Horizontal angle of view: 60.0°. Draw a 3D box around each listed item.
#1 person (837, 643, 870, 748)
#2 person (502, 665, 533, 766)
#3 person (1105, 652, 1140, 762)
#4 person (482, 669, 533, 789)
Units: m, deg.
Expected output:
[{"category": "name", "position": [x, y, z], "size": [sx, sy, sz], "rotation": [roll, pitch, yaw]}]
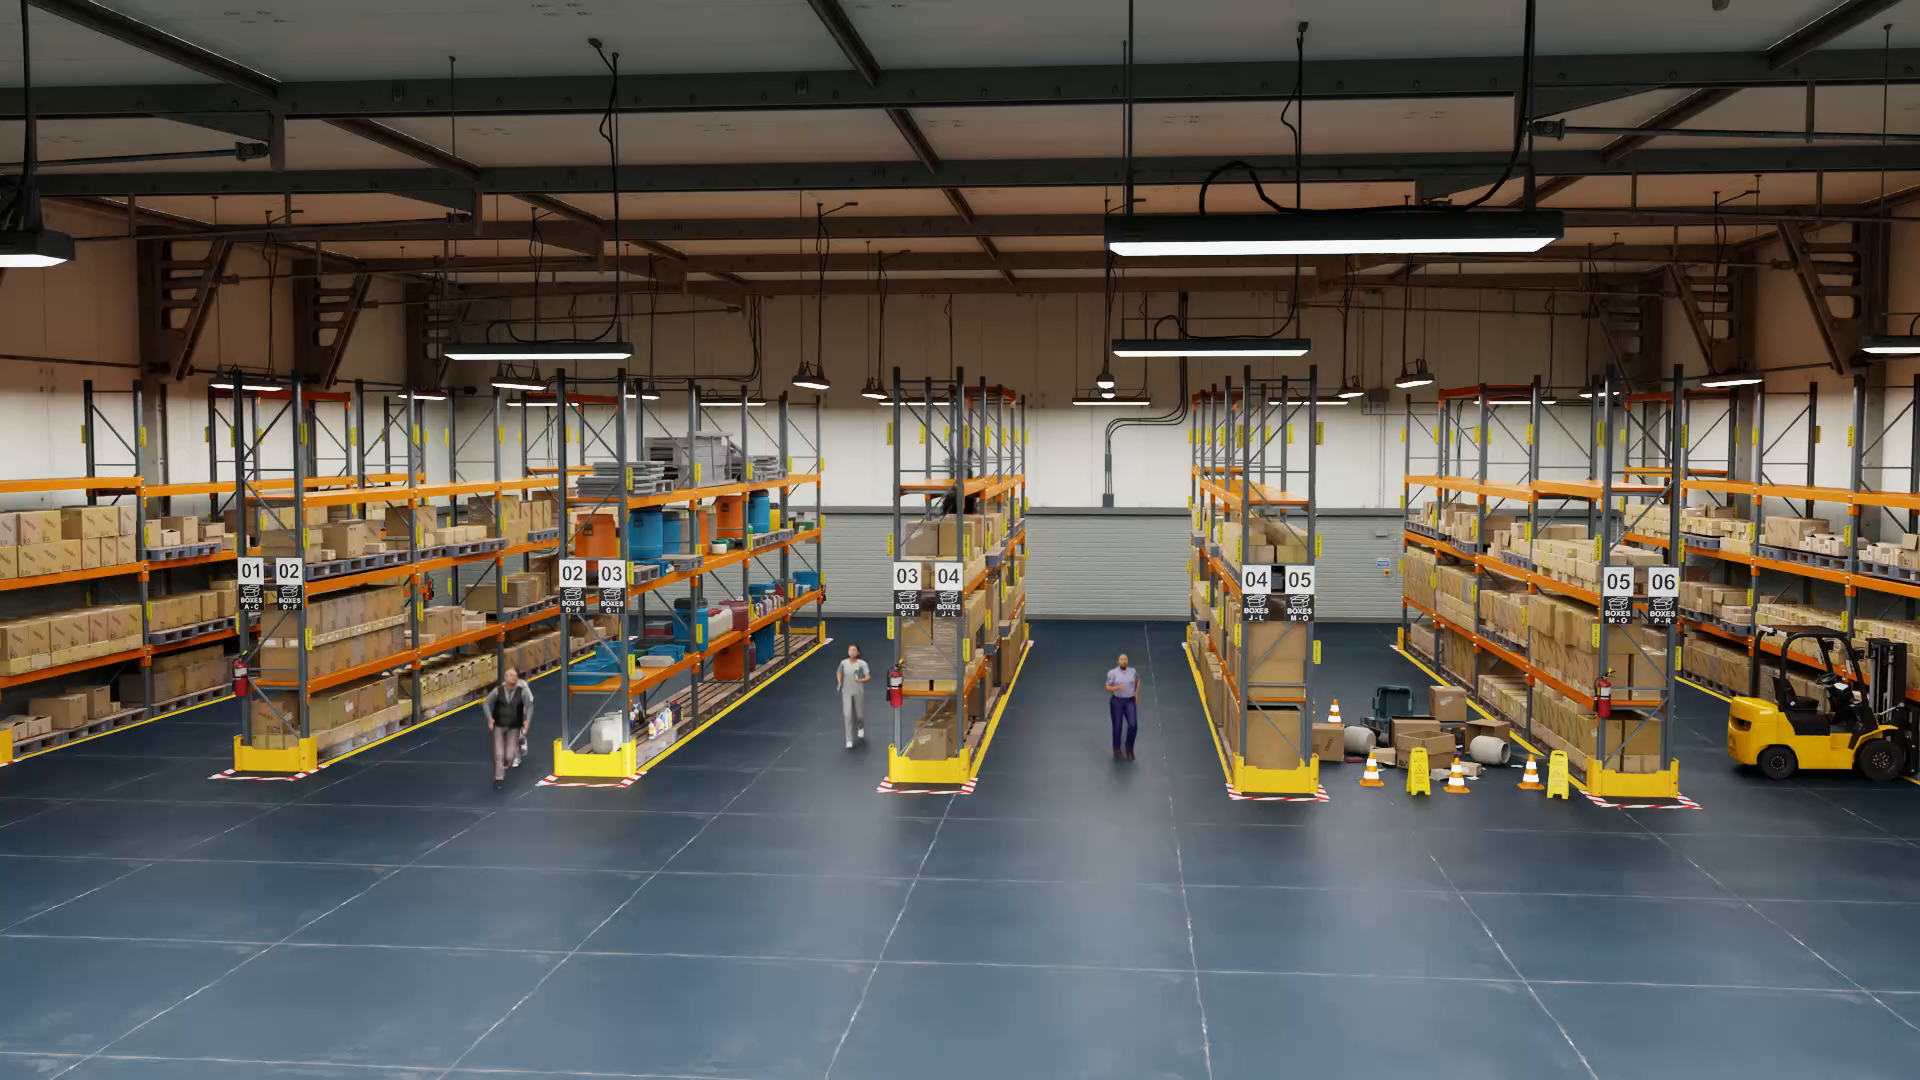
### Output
[{"category": "person", "position": [-1.732, 2.493, 26.935], "size": [0.575, 1.645, 0.914], "rotation": [0, 4, 4]}, {"category": "person", "position": [-6.776, 2.666, 25.280], "size": [0.540, 1.539, 0.555], "rotation": [0, 4, 1]}, {"category": "person", "position": [2.537, 2.591, 25.766], "size": [0.582, 1.695, 0.680], "rotation": [0, 4, -4]}, {"category": "person", "position": [-6.482, 2.693, 23.863], "size": [0.717, 1.676, 0.536], "rotation": [-1, 4, -19]}]
